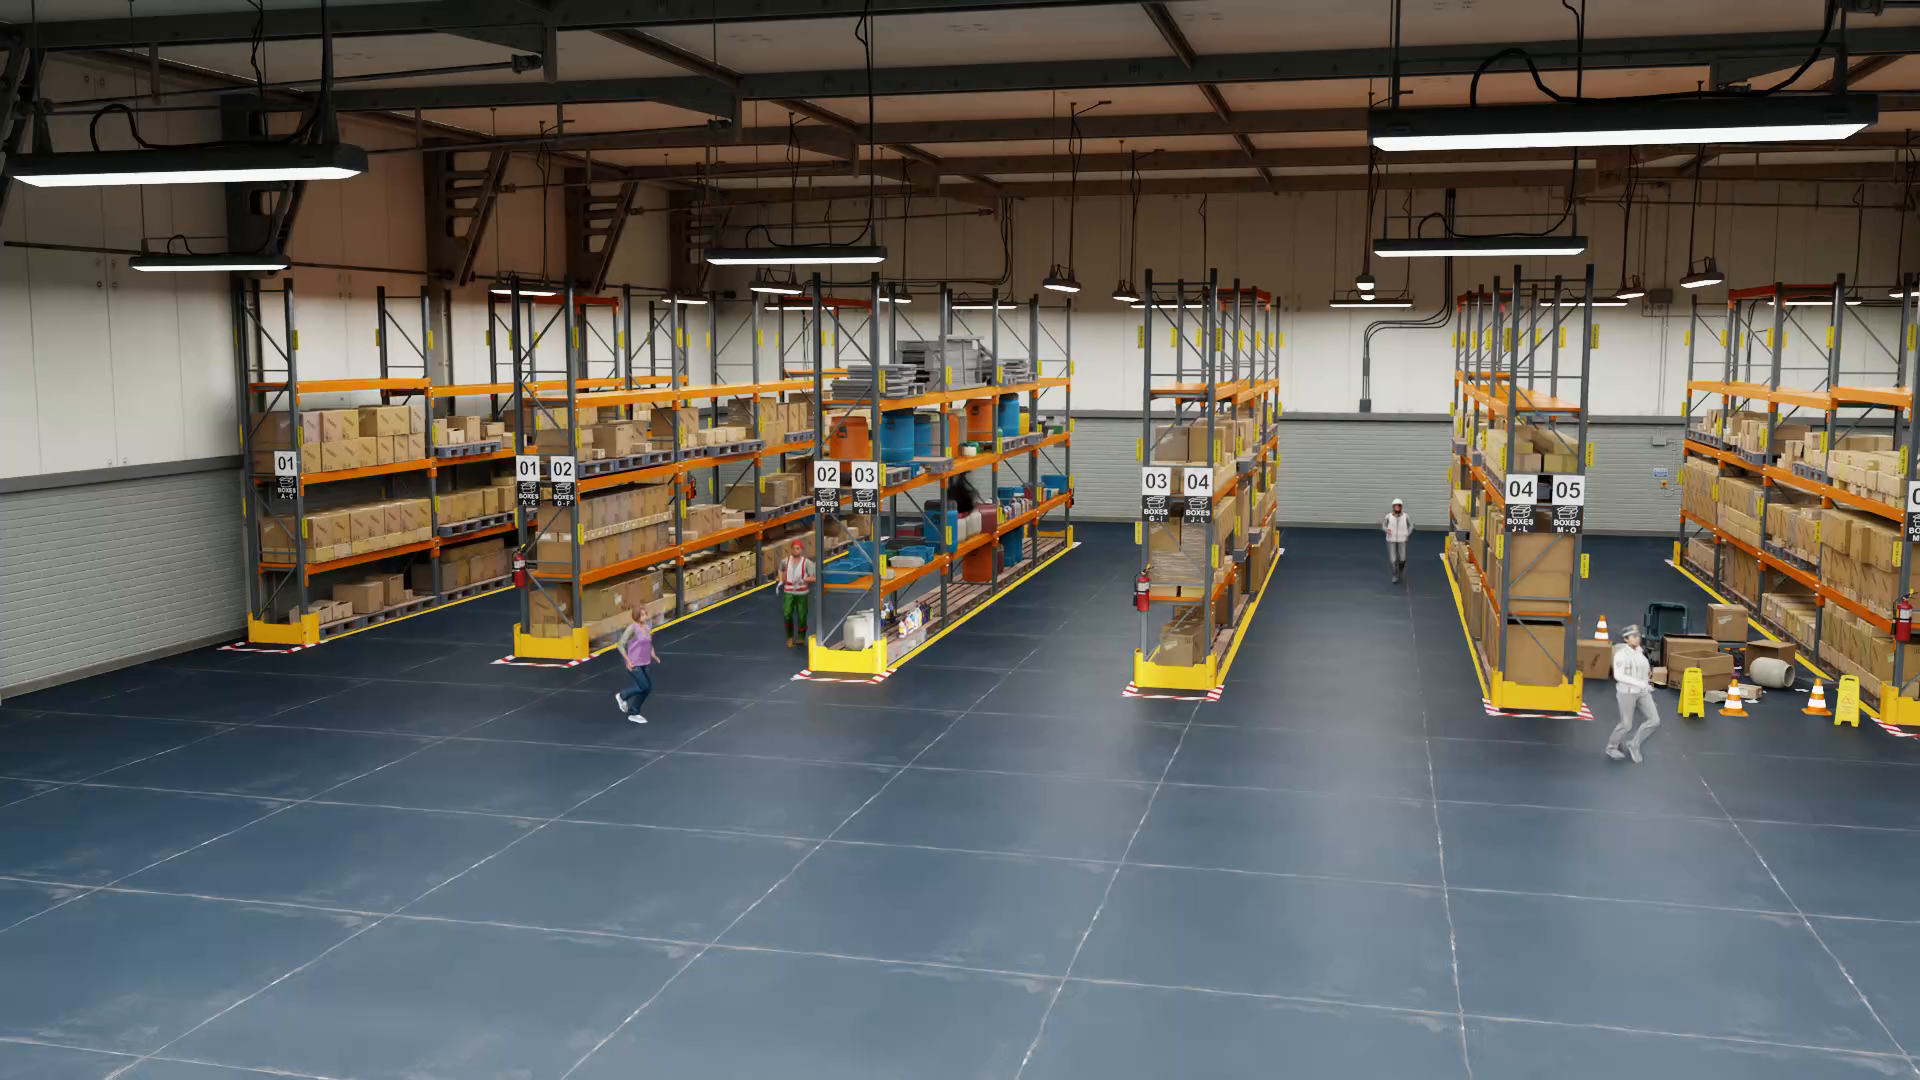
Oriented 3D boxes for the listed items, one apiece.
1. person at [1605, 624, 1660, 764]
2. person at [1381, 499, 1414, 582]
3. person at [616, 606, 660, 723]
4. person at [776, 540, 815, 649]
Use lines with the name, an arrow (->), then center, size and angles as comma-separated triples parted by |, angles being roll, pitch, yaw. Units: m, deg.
person -> 7.999, 1.825, 19.738 | 0.623, 1.671, 0.654 | -3, 8, -25
person -> 9.033, 0.020, 34.345 | 0.649, 1.726, 0.580 | 2, 7, 13
person -> -4.233, 1.640, 21.814 | 0.577, 1.545, 0.502 | 4, 8, 30
person -> -2.671, 0.888, 26.959 | 0.654, 1.781, 0.696 | 0, 7, 3
